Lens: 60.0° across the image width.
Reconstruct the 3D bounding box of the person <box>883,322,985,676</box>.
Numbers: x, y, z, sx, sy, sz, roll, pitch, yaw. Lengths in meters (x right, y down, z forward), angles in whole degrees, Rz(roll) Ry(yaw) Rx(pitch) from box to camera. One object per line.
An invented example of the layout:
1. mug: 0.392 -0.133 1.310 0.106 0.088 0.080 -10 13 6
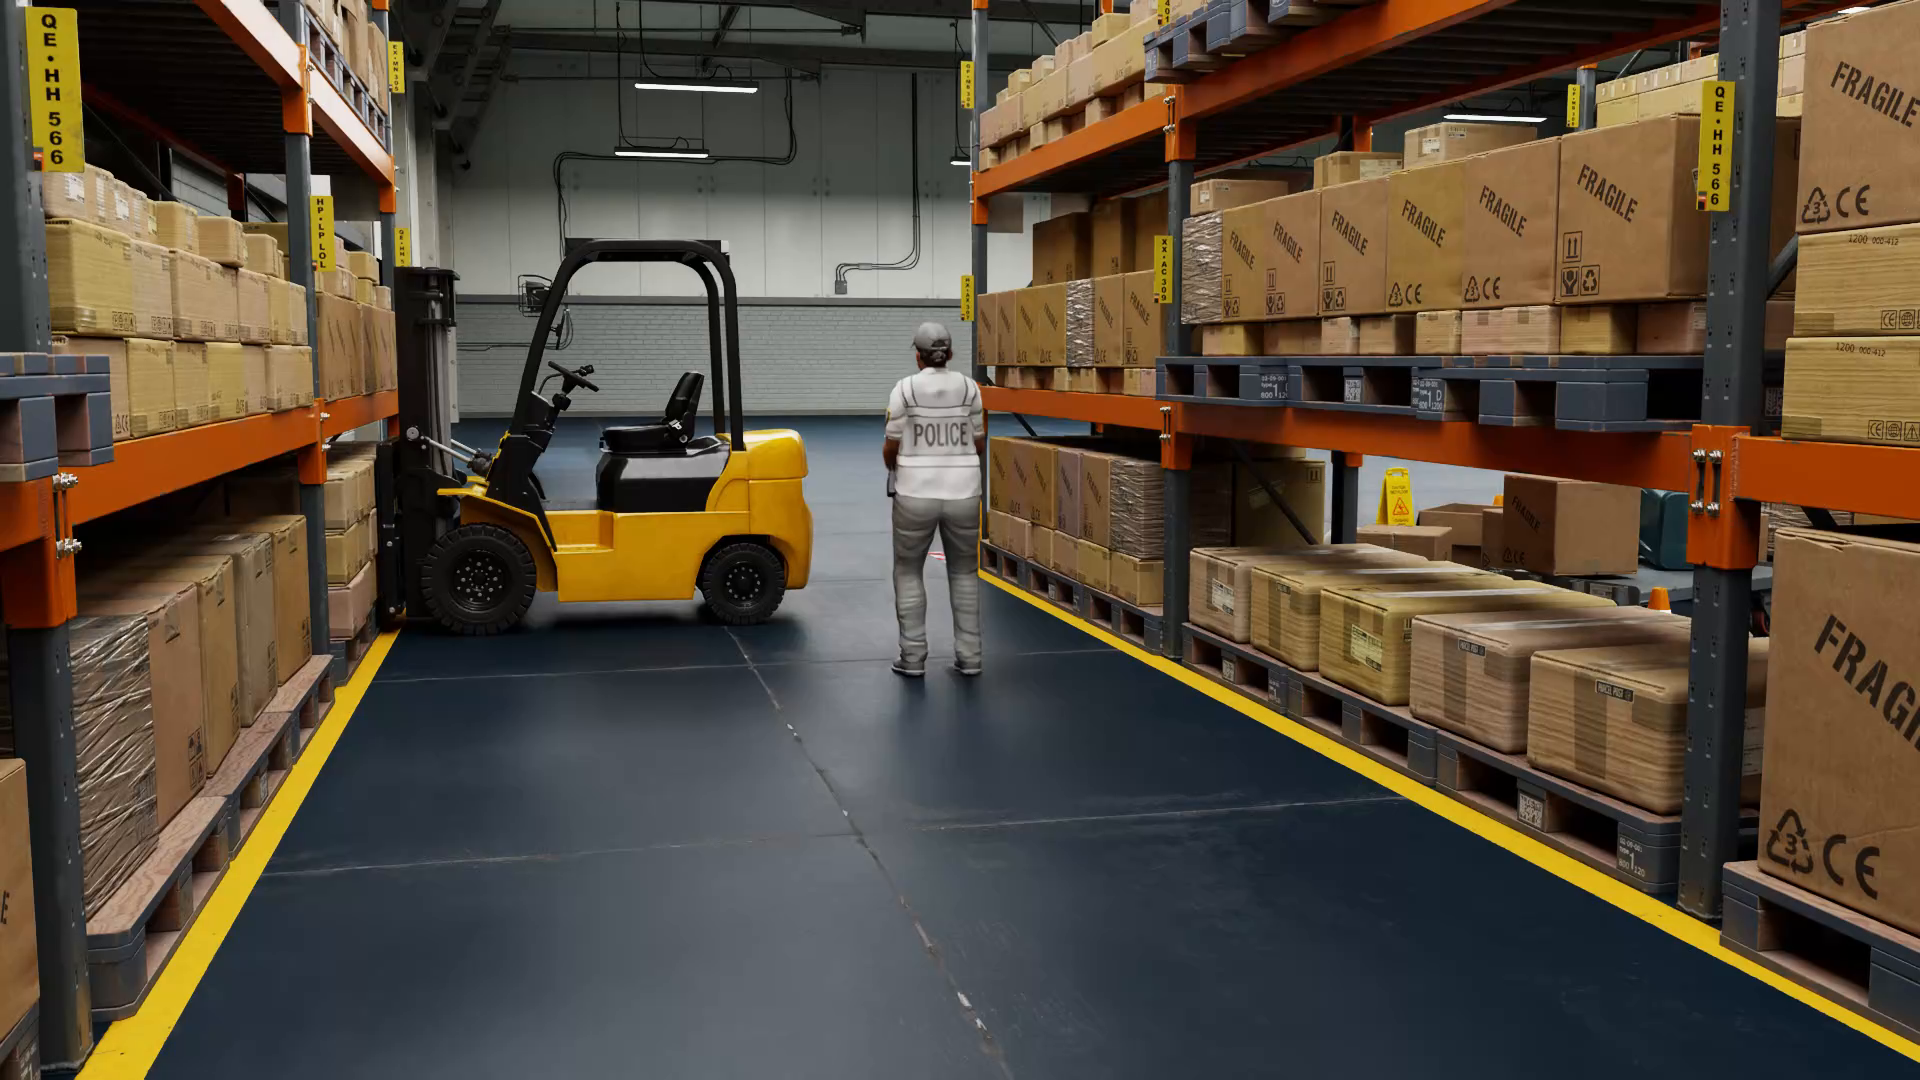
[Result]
1. person: -0.131 -0.191 7.881 0.487 1.670 0.503 -2 6 -14
